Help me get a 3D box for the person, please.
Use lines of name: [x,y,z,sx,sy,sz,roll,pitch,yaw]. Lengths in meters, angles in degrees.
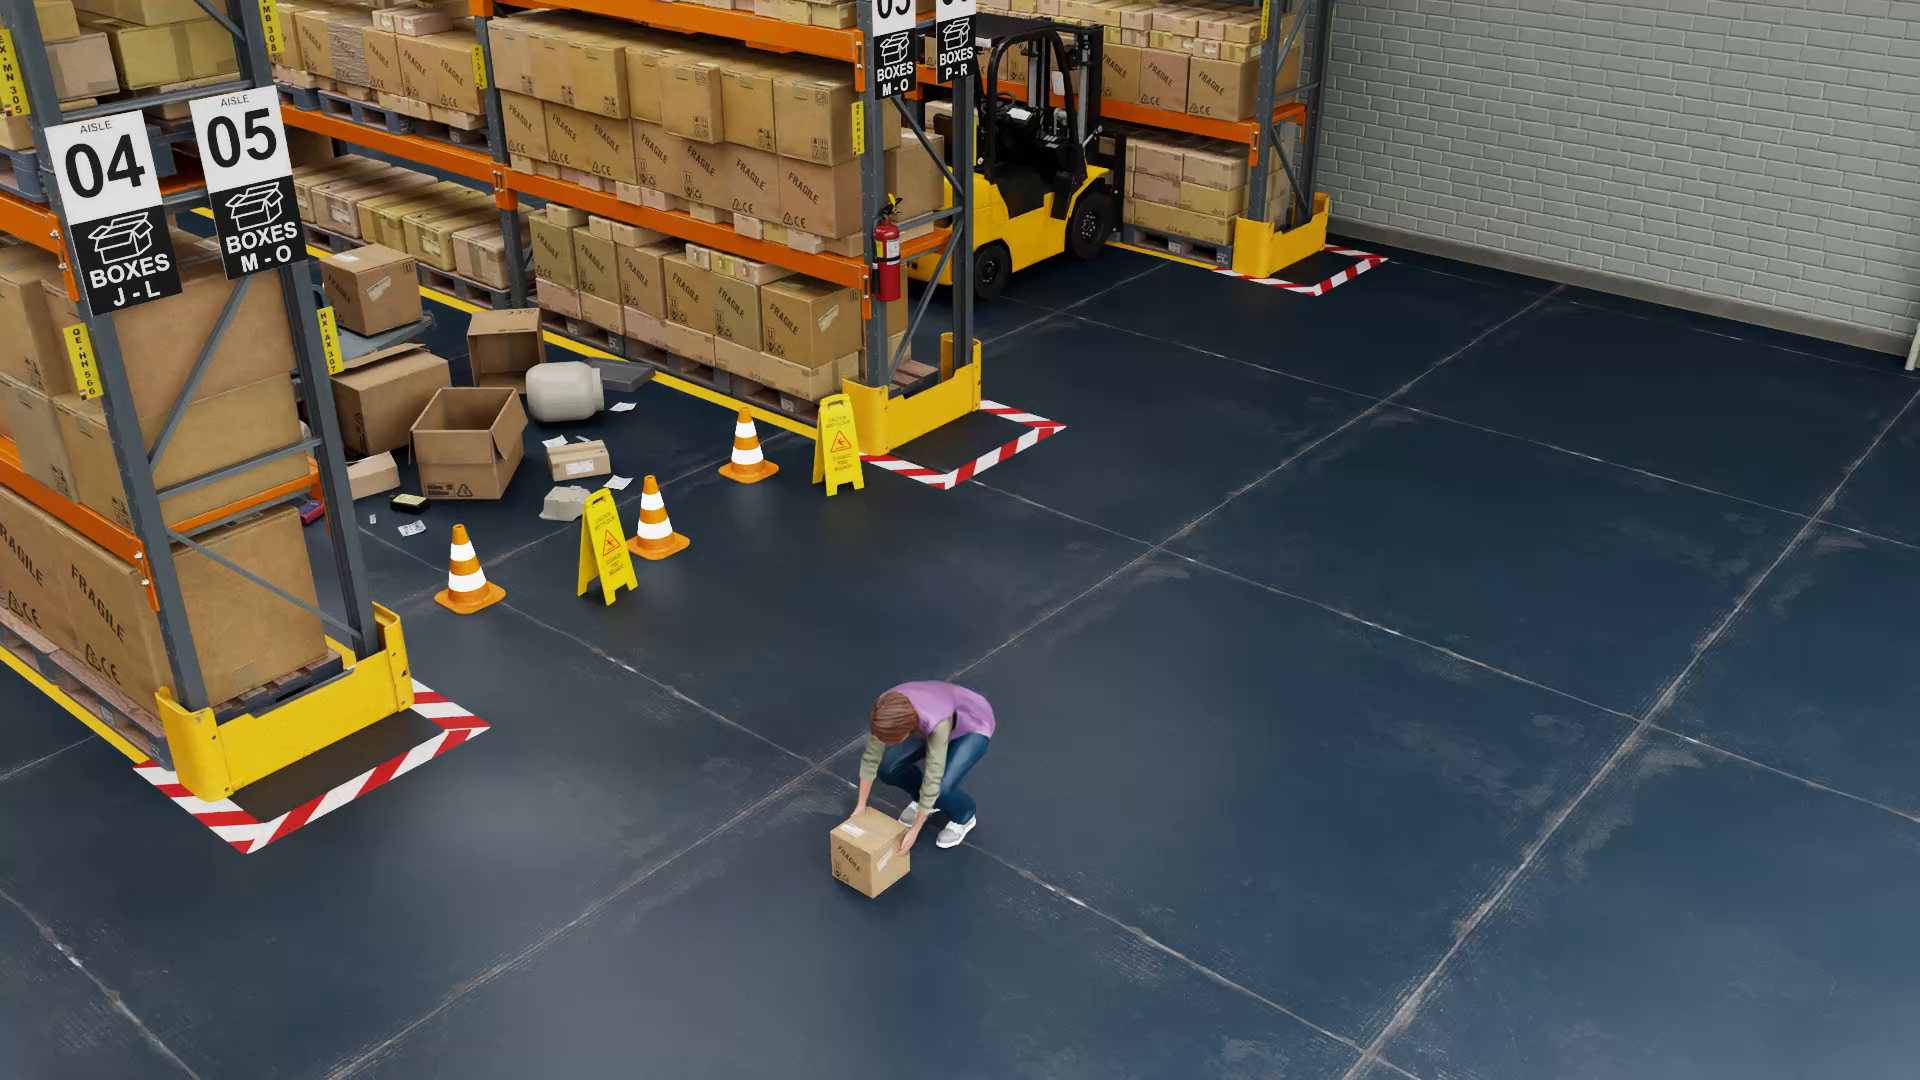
person: [-0.141,0.973,7.512,0.448,0.919,0.788,21,34,34]
